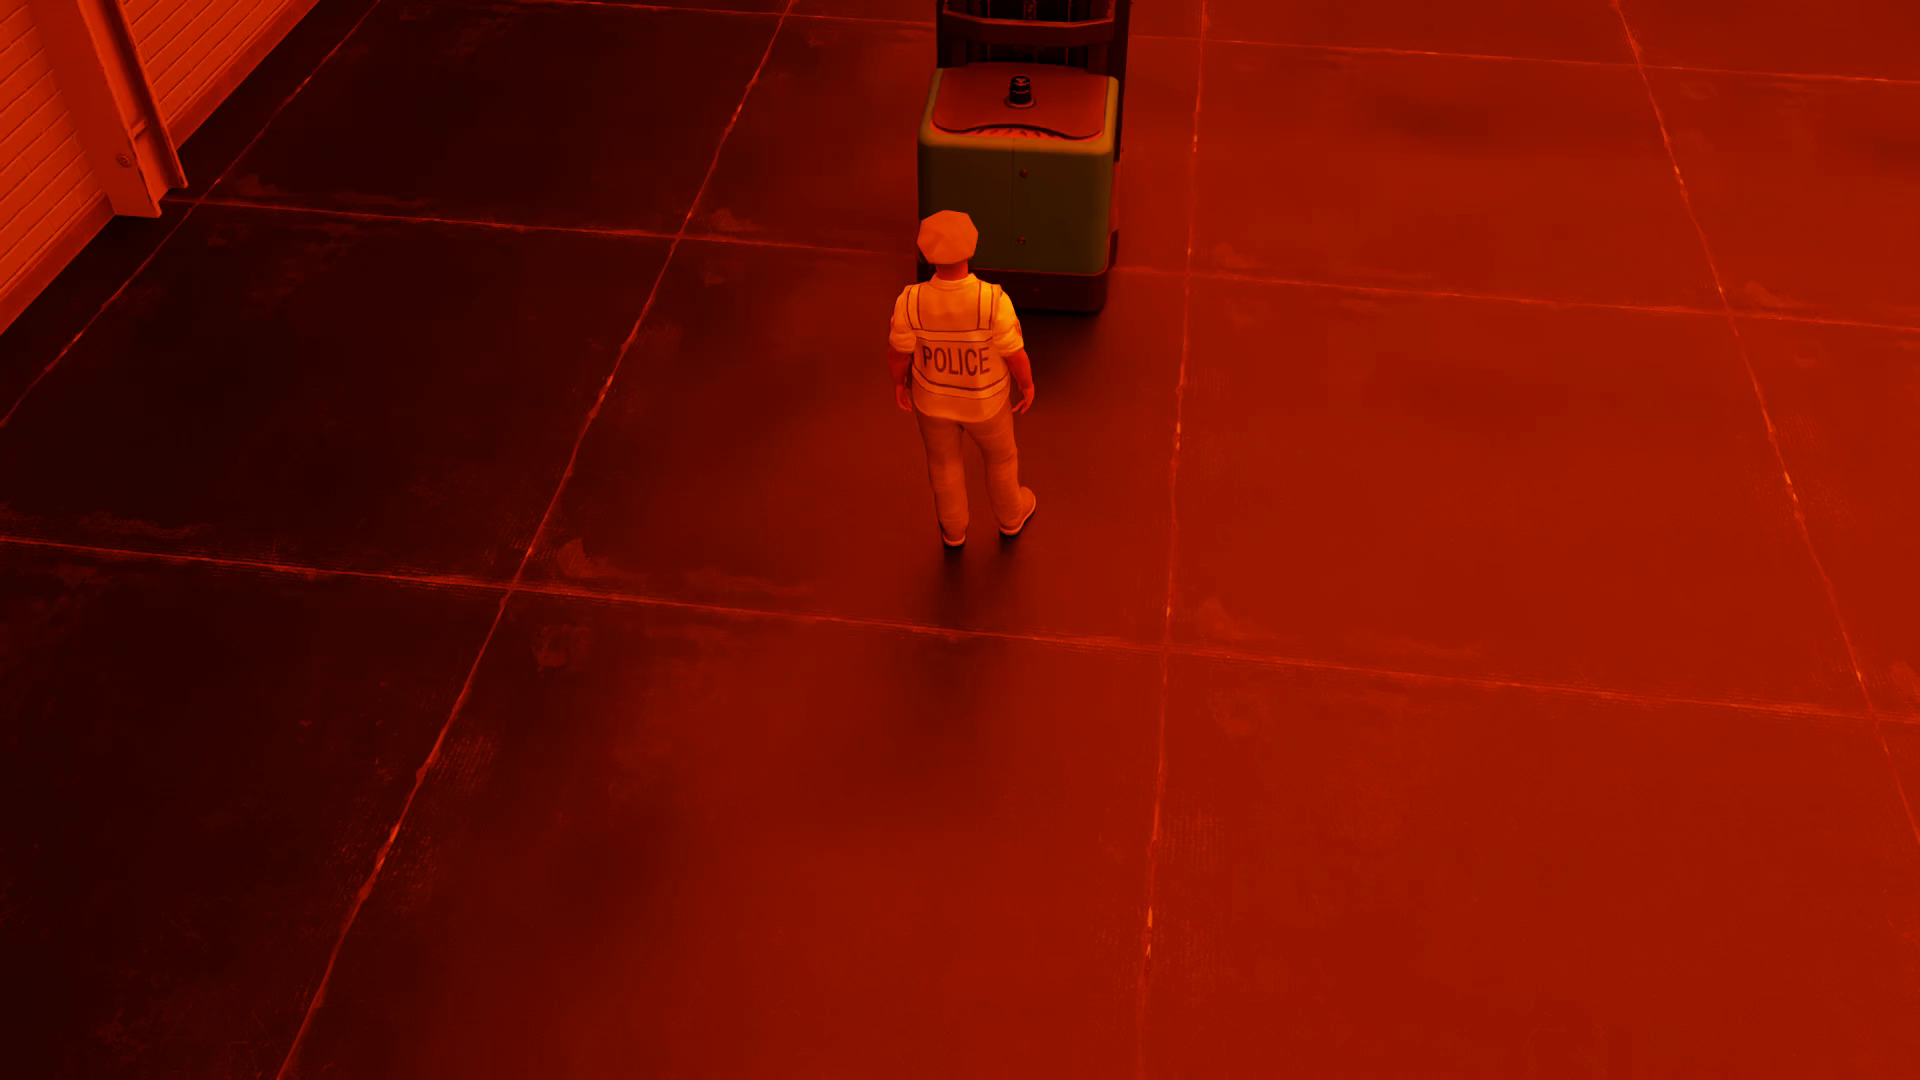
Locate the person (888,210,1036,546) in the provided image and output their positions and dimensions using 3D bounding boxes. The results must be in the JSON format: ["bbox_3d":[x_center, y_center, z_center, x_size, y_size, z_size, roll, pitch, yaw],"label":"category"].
[{"bbox_3d":[0.023,-0.712,7.339,0.640,1.781,0.575,5,43,6],"label":"person"}]

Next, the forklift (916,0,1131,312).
[{"bbox_3d":[0.438,-3.329,9.348,1.130,2.935,3.031,4,43,5],"label":"forklift"}]
